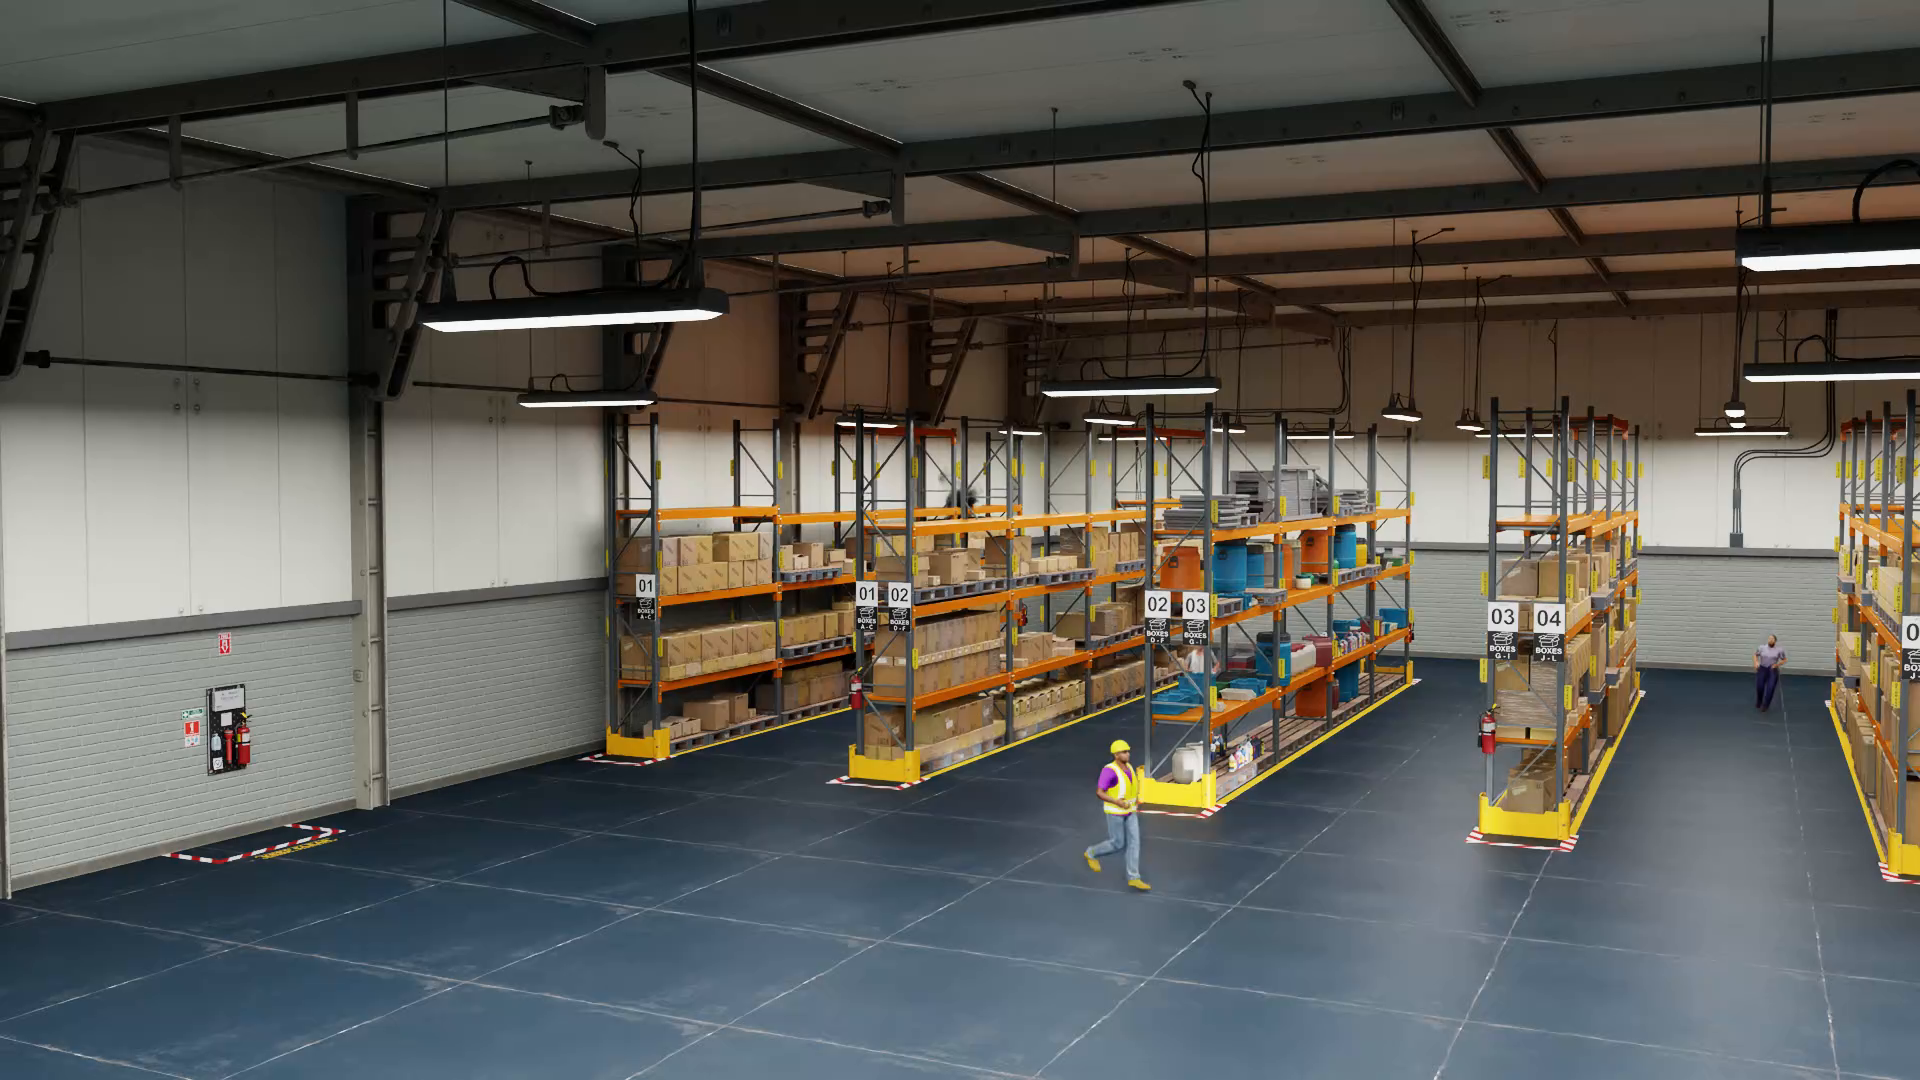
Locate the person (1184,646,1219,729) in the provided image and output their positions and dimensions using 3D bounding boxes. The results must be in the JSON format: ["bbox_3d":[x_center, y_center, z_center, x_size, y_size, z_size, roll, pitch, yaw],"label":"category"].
[{"bbox_3d":[4.690,2.764,32.389,0.667,1.756,0.832,1,3,18],"label":"person"}]

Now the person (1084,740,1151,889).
[{"bbox_3d":[1.910,3.283,20.028,0.934,1.756,0.696,2,3,45],"label":"person"}]

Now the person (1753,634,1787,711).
[{"bbox_3d":[16.748,2.759,34.405,0.639,1.594,0.502,1,3,30],"label":"person"}]
